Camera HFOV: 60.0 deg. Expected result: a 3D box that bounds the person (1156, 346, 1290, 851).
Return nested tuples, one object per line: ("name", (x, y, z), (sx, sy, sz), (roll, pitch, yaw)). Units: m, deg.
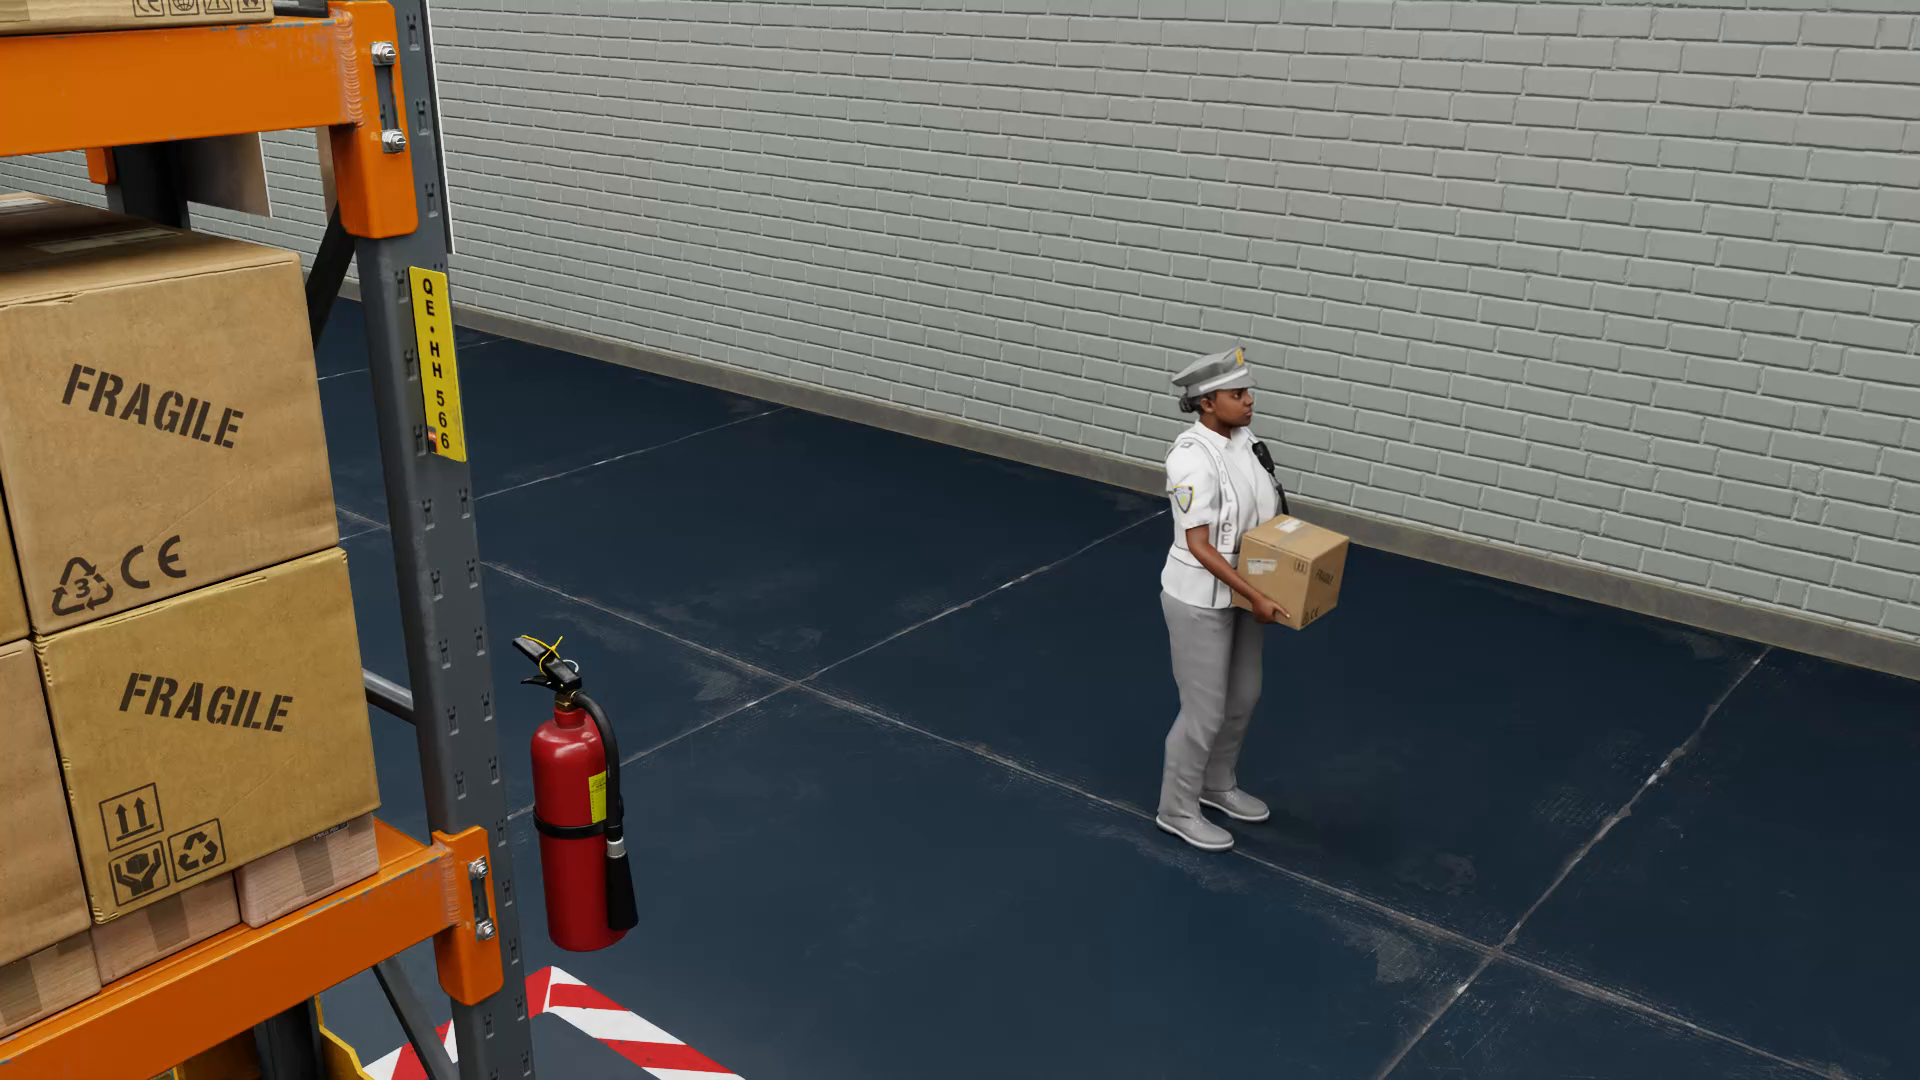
("person", (0.913, 0.201, 5.492), (0.540, 1.688, 0.449), (16, 26, 37))
